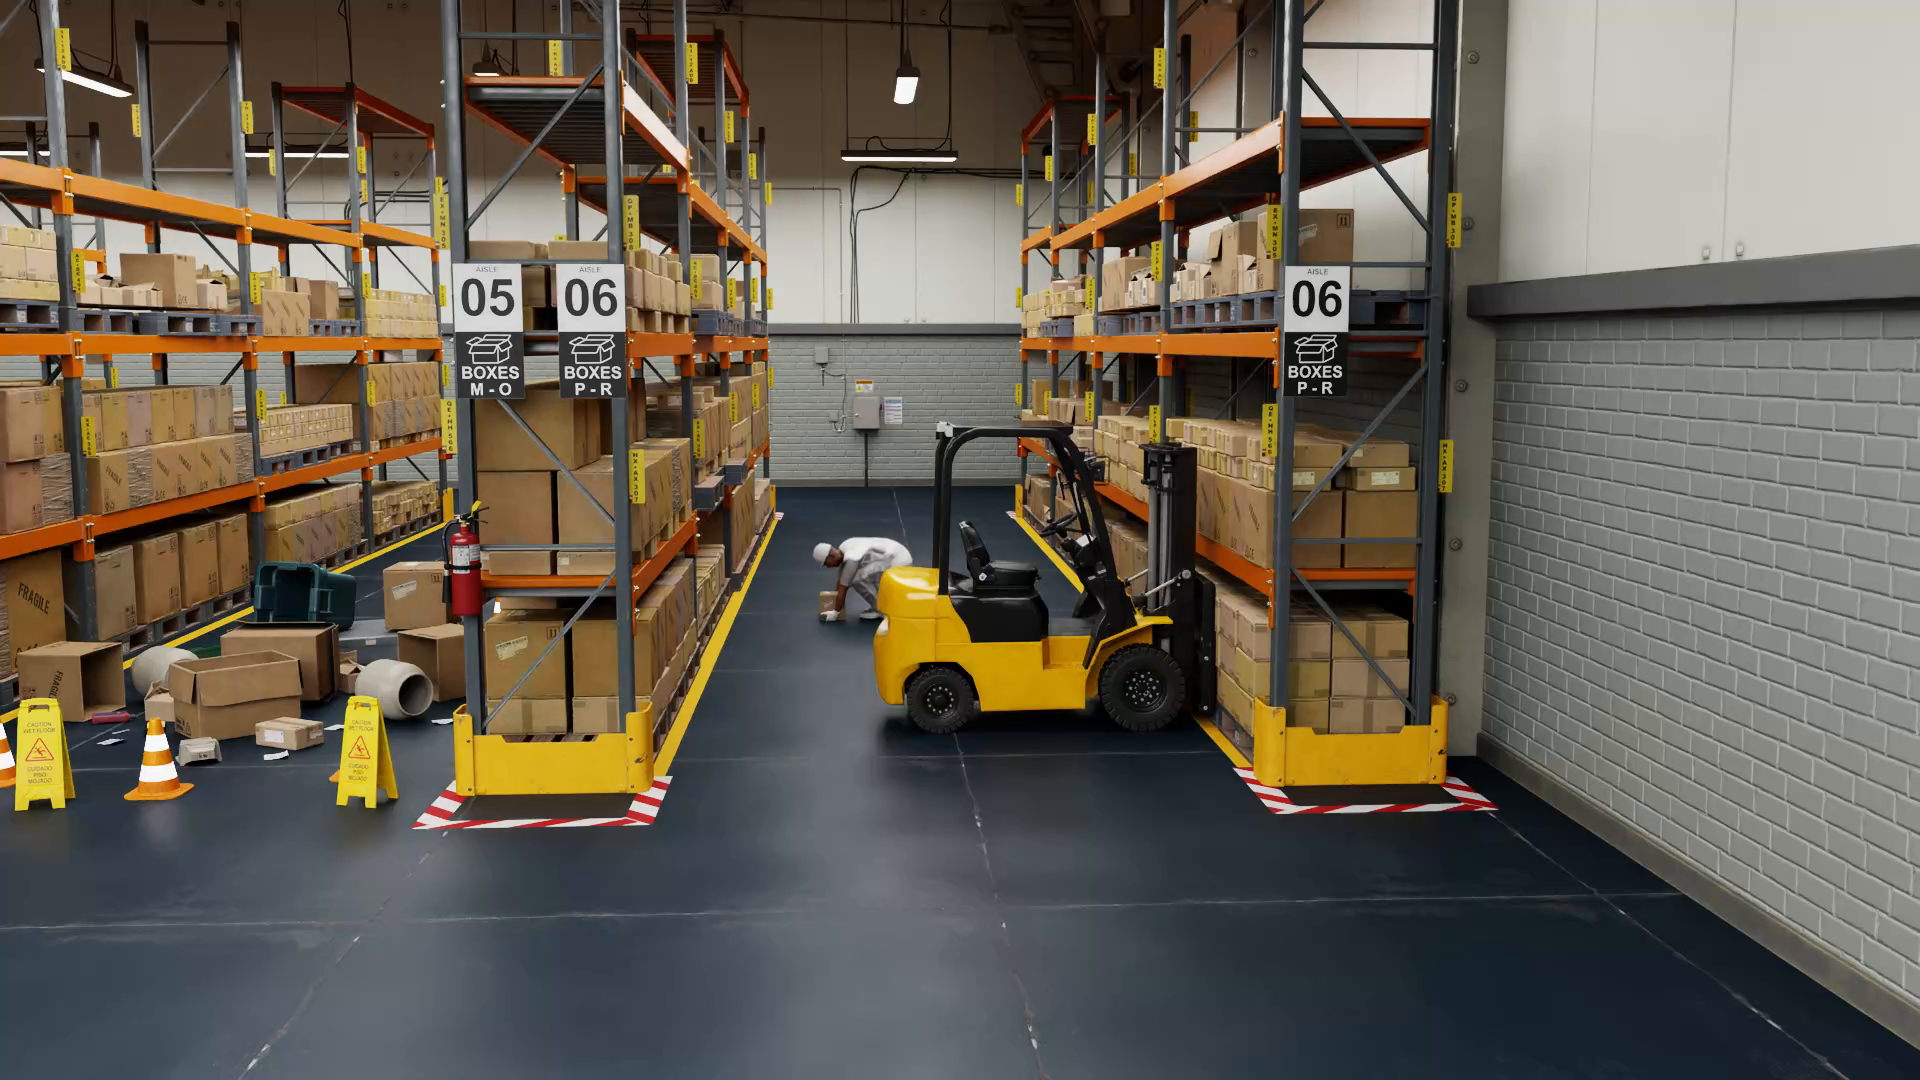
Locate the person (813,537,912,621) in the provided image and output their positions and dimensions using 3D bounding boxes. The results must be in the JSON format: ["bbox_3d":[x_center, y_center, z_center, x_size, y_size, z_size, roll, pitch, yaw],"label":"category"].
[{"bbox_3d":[-0.970,0.389,16.591,0.988,0.833,0.551,-1,7,-5],"label":"person"}]
